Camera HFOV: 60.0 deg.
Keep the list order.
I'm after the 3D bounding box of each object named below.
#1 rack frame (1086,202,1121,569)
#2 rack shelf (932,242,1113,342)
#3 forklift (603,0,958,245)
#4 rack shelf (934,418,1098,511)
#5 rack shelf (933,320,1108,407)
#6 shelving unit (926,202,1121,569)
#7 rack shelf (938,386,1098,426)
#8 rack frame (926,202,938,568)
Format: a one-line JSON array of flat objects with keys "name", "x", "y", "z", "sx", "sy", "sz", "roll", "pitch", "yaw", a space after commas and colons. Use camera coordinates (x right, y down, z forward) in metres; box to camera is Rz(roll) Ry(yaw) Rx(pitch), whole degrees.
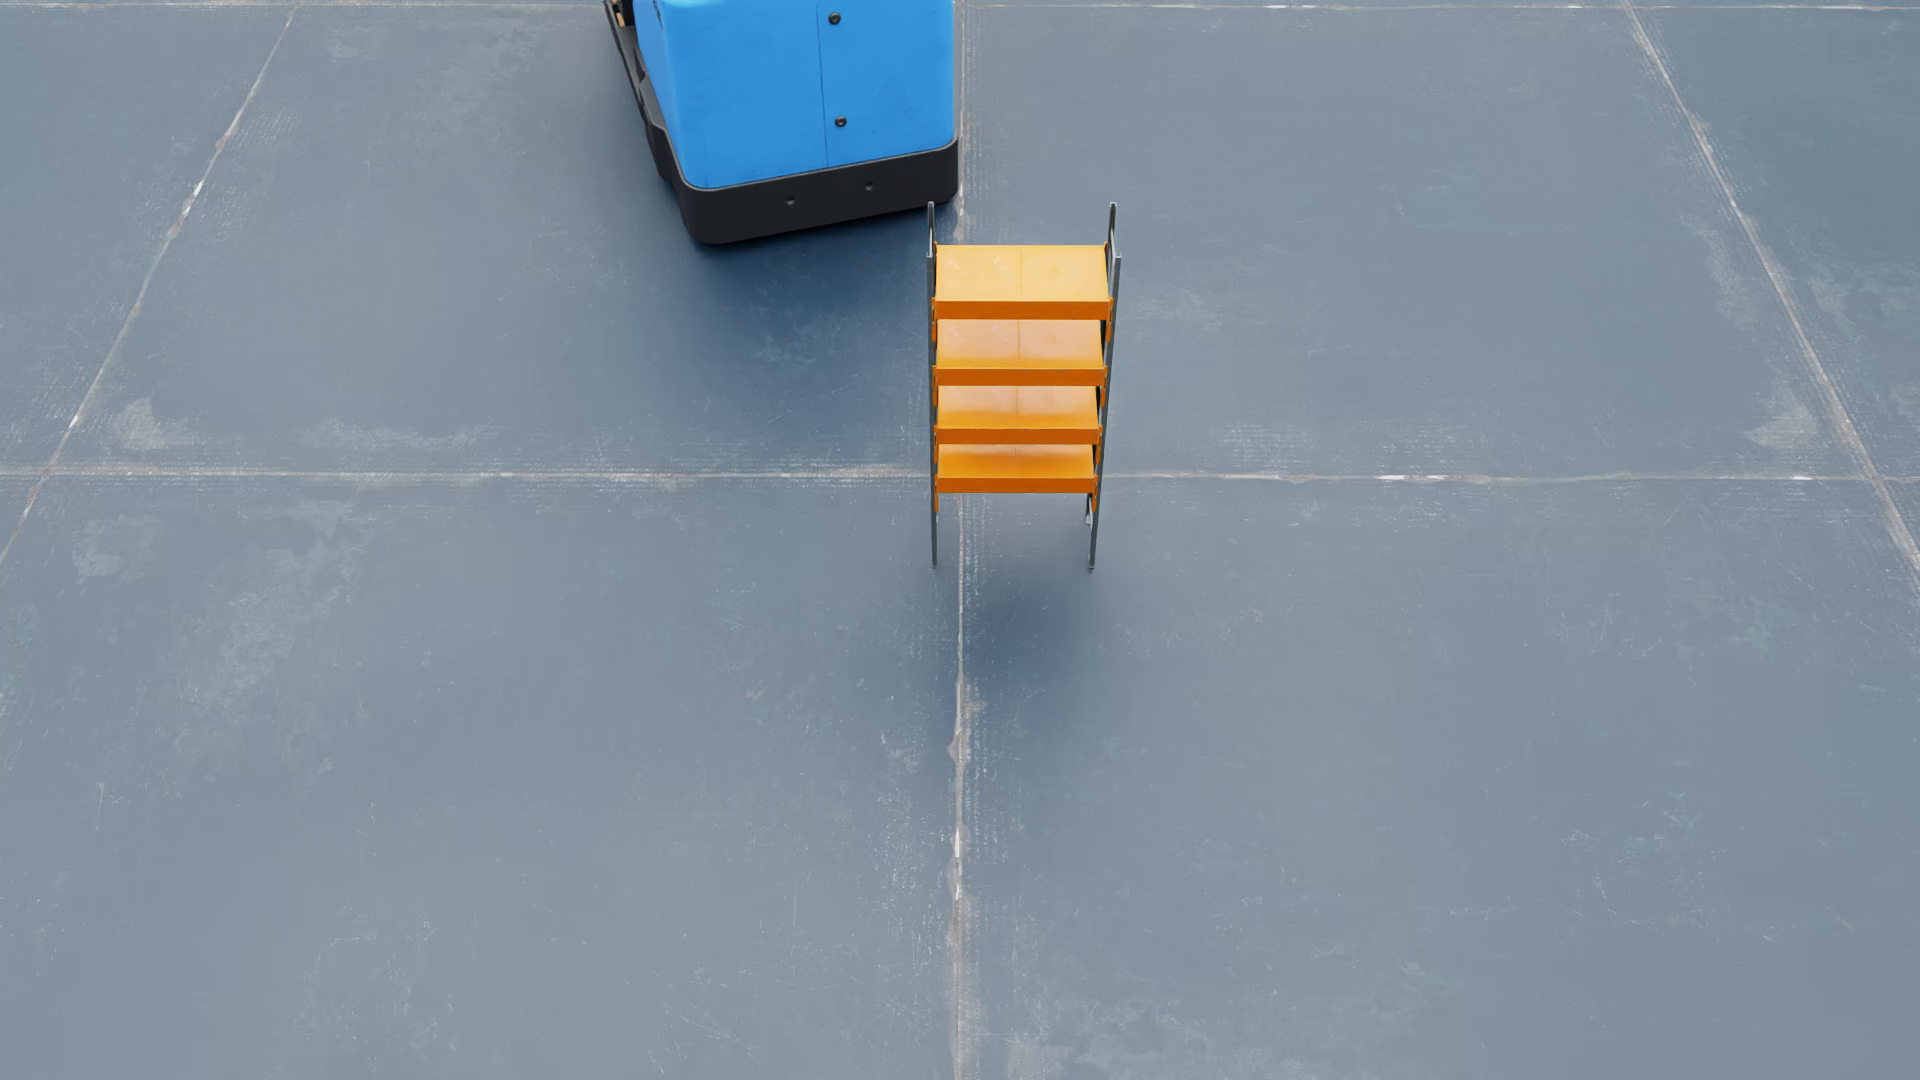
[{"name": "rack frame", "x": 0.410, "y": -0.408, "z": 4.810, "sx": 0.015, "sy": 1.200, "sz": 0.240, "roll": 0, "pitch": 47, "yaw": 0}, {"name": "rack shelf", "x": 0.166, "y": -0.676, "z": 4.523, "sx": 0.480, "sy": 0.148, "sz": 0.258, "roll": 0, "pitch": 47, "yaw": 0}, {"name": "forklift", "x": -0.772, "y": -2.795, "z": 5.893, "sx": 1.129, "sy": 2.867, "sz": 1.939, "roll": -13, "pitch": 48, "yaw": -12}, {"name": "rack shelf", "x": 0.166, "y": -0.227, "z": 5.005, "sx": 0.480, "sy": 0.148, "sz": 0.258, "roll": 0, "pitch": 47, "yaw": 0}, {"name": "rack shelf", "x": 0.166, "y": -0.515, "z": 4.696, "sx": 0.480, "sy": 0.148, "sz": 0.258, "roll": 0, "pitch": 47, "yaw": 0}, {"name": "shelving unit", "x": 0.166, "y": -0.408, "z": 4.810, "sx": 0.503, "sy": 1.200, "sz": 0.258, "roll": 0, "pitch": 47, "yaw": 0}, {"name": "rack shelf", "x": 0.166, "y": -0.389, "z": 4.831, "sx": 0.457, "sy": 0.050, "sz": 0.221, "roll": 0, "pitch": 47, "yaw": 0}, {"name": "rack frame", "x": -0.078, "y": -0.409, "z": 4.811, "sx": 0.015, "sy": 1.200, "sz": 0.240, "roll": 0, "pitch": 47, "yaw": 0}]
